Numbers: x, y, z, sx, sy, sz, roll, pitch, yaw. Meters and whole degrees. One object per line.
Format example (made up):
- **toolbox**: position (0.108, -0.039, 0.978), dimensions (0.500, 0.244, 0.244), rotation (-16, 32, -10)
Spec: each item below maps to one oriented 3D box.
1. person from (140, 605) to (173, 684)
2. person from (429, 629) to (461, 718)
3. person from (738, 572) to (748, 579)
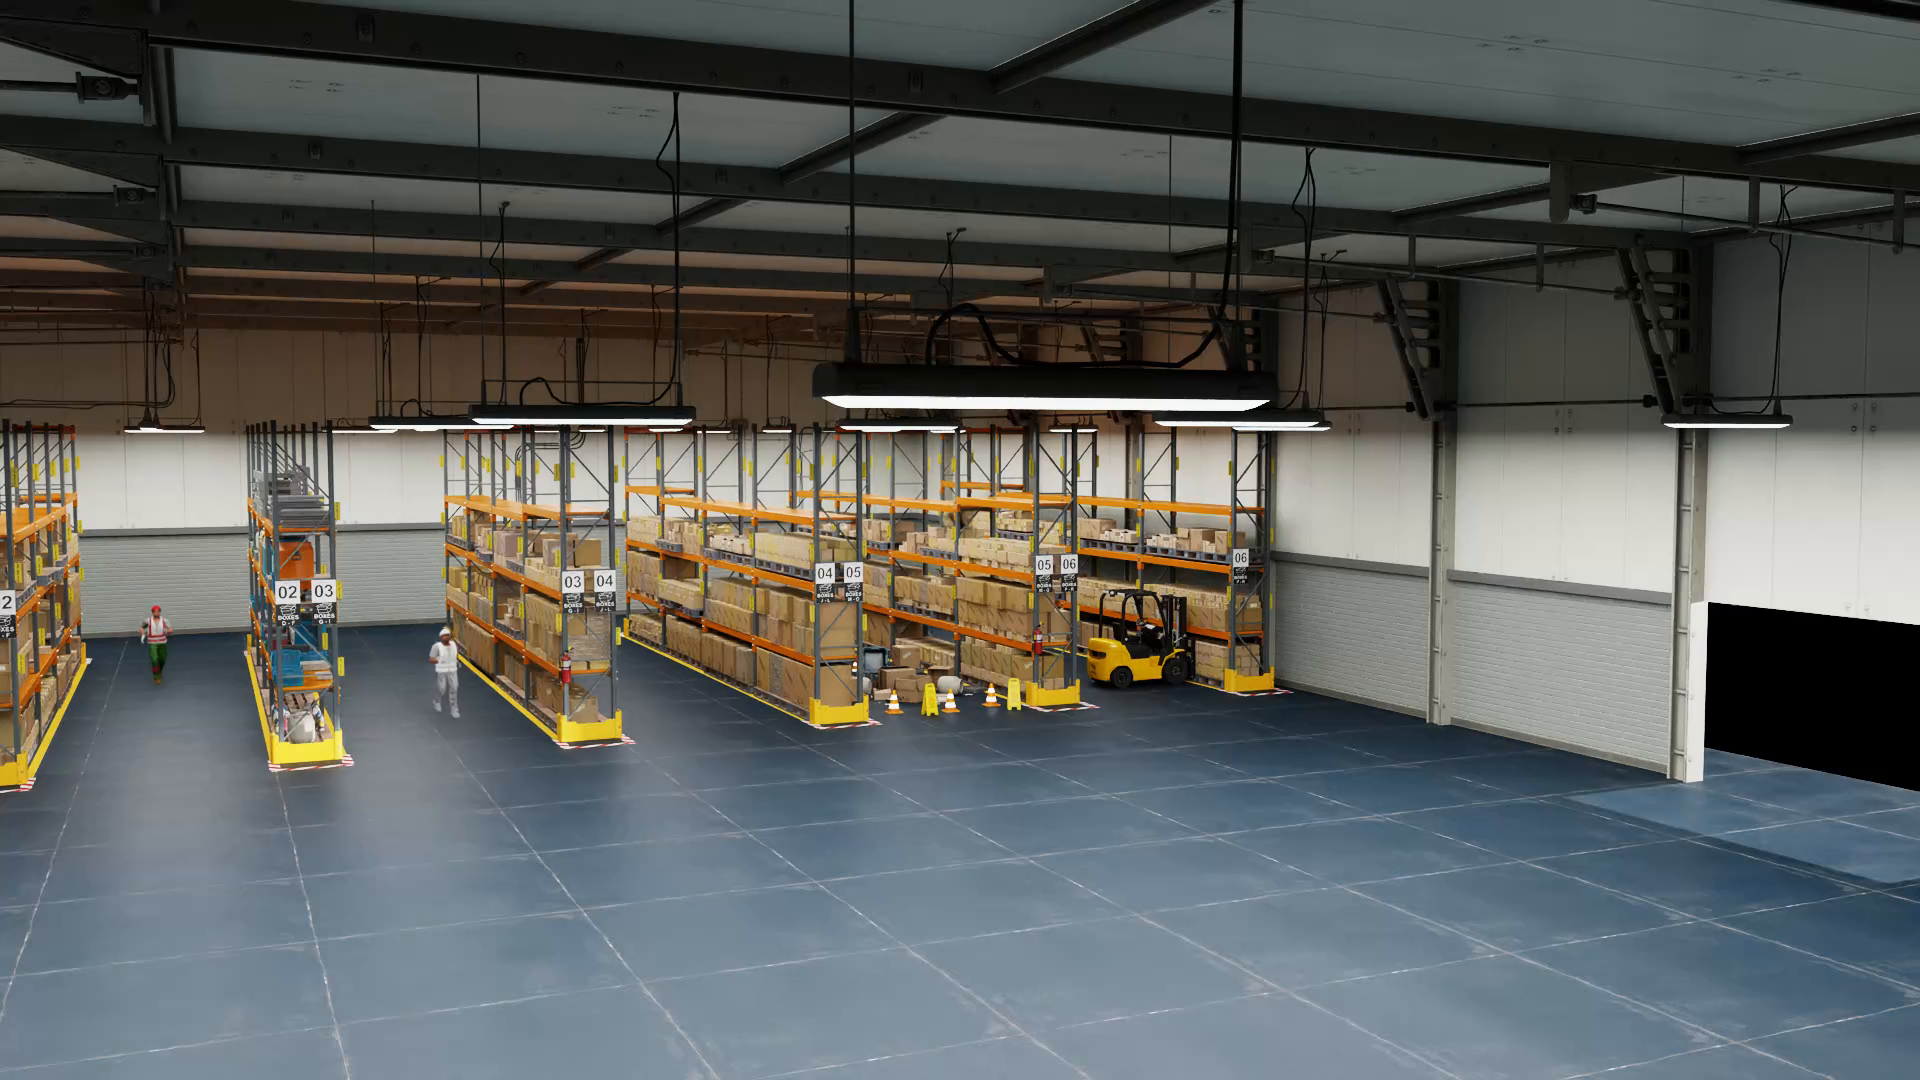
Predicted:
- **person**: position (-18.555, 2.394, 38.446), dimensions (0.659, 1.774, 1.002), rotation (-2, 4, -35)
- **person**: position (-10.447, 2.688, 33.826), dimensions (0.681, 1.775, 0.982), rotation (-3, 5, -39)
- **person**: position (-6.587, 1.706, 50.516), dimensions (0.714, 1.758, 0.657), rotation (-2, 4, -27)
